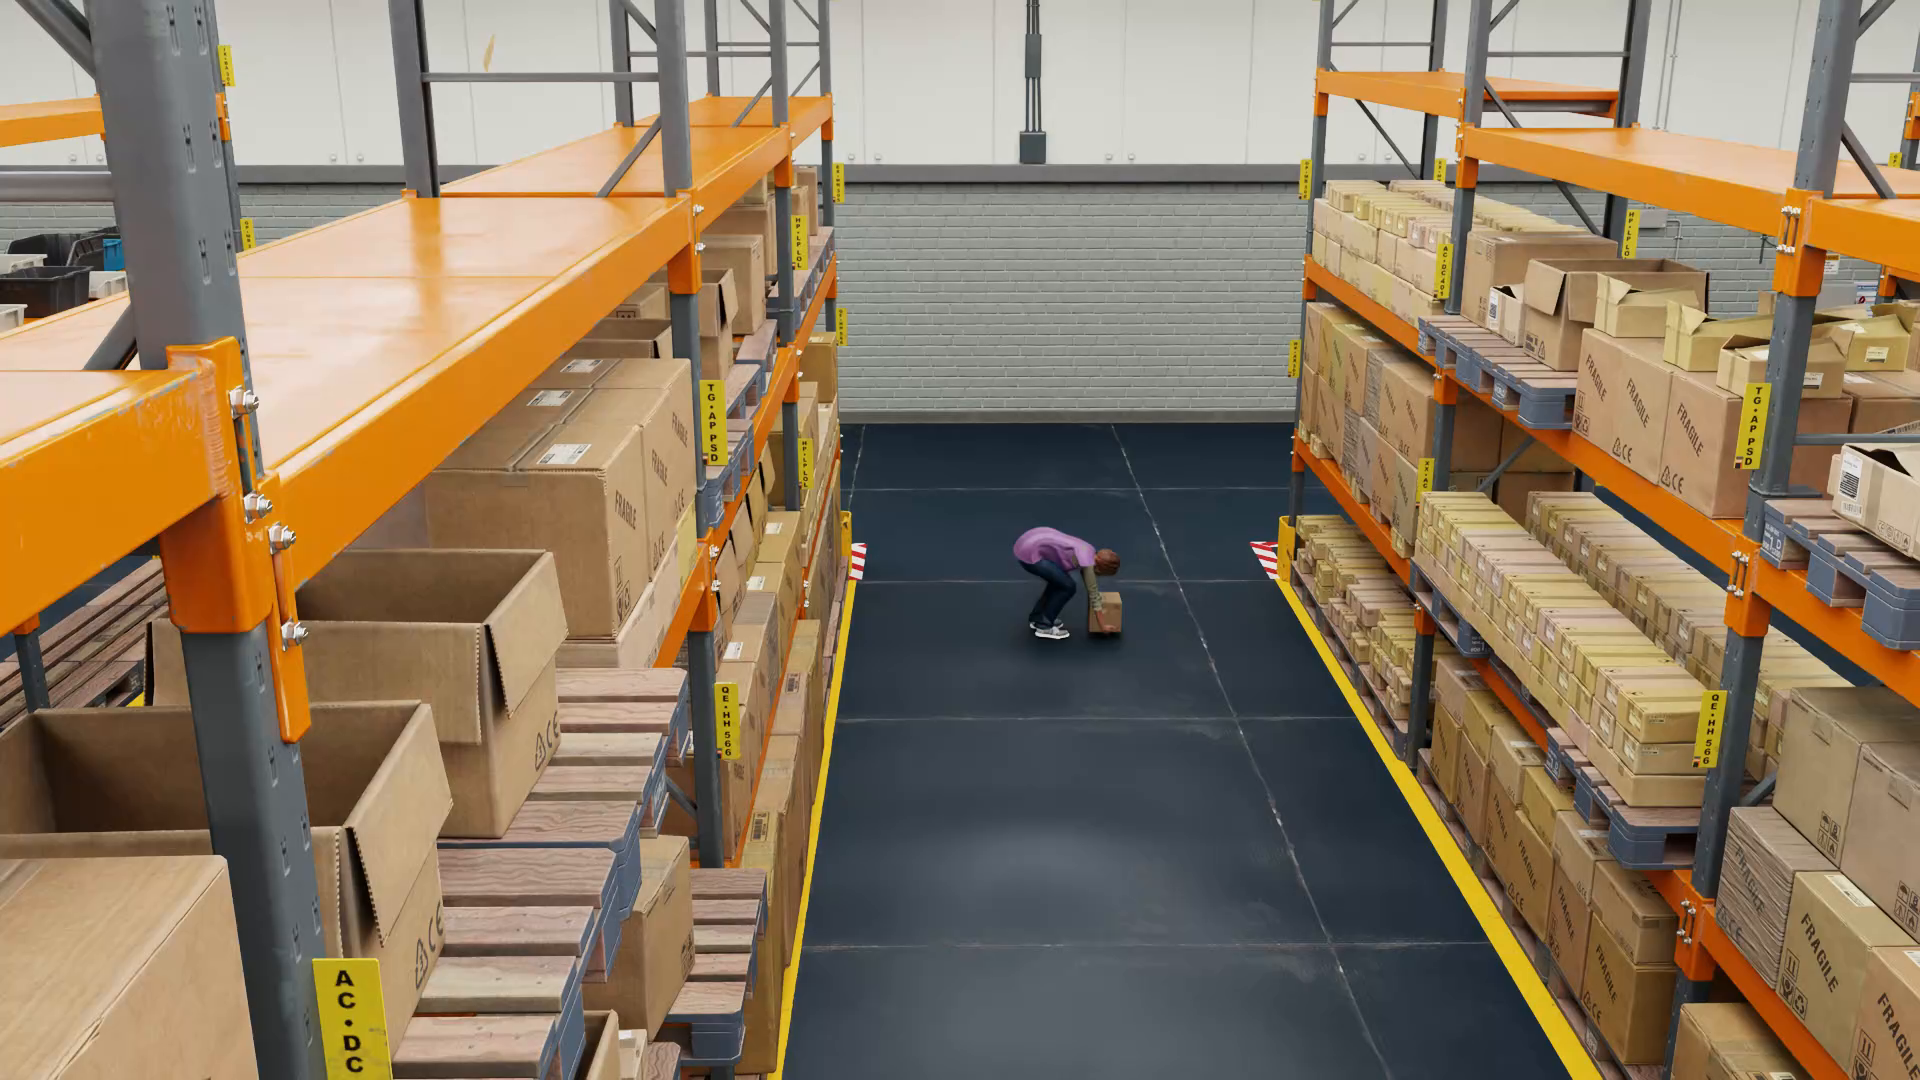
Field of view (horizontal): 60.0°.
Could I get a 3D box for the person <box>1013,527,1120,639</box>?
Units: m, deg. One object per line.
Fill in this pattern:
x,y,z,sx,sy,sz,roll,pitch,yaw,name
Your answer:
0.845,0.329,13.223,0.853,0.873,0.420,-1,17,-3,person
